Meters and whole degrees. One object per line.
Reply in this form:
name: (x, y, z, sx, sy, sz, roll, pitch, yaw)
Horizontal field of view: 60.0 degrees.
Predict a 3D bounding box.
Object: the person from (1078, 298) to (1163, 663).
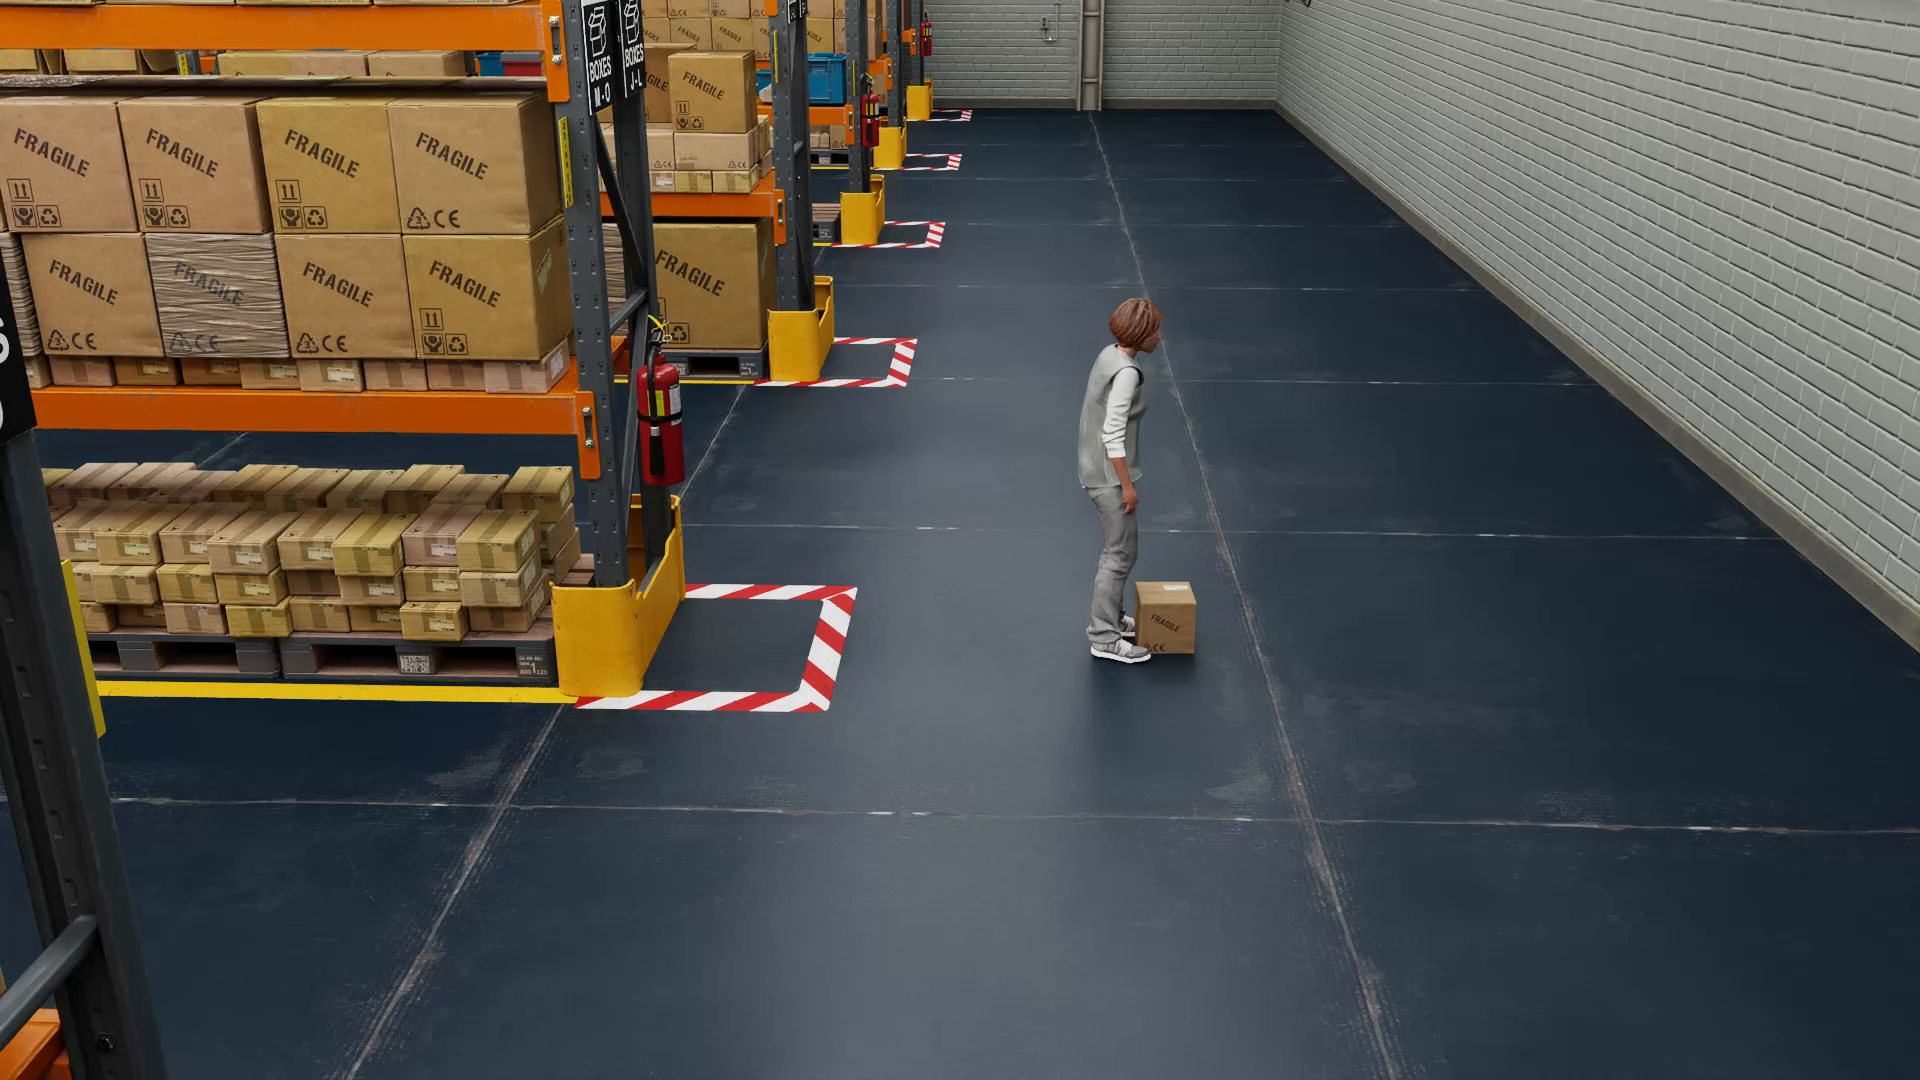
person: (0.701, -0.268, 7.306, 0.364, 1.582, 0.461, 1, 21, 2)
